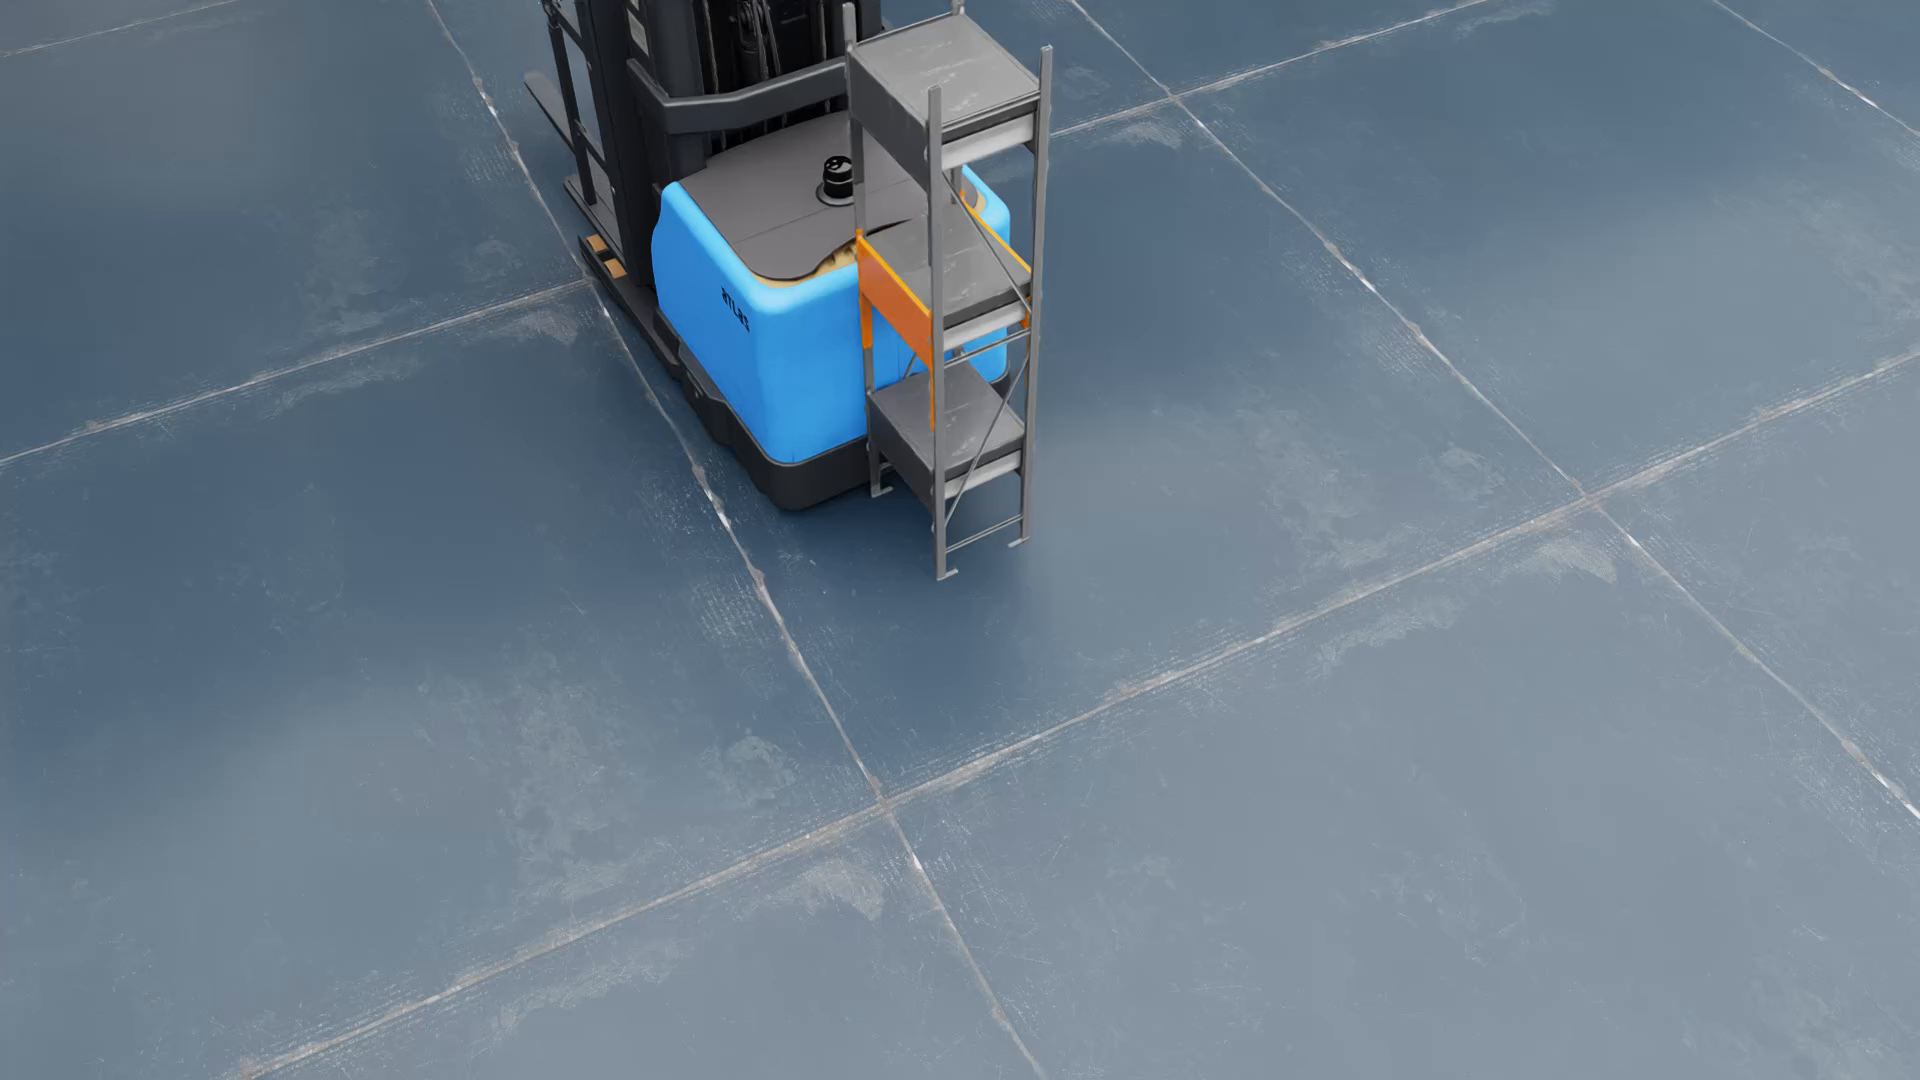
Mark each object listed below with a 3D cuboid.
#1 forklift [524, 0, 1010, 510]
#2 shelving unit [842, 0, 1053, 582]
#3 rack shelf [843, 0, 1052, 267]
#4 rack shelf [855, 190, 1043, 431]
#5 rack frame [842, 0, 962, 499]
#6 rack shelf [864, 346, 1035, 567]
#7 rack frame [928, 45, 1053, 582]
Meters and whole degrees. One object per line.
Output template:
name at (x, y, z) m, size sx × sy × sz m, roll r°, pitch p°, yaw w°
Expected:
forklift at (-0.999, -2.179, 6.209) m, size 1.130 × 2.935 × 3.031 m, roll -24°, pitch 53°, yaw -20°
shelving unit at (-0.041, -0.775, 5.533) m, size 0.431 × 2.100 × 0.503 m, roll -25°, pitch 53°, yaw -20°
rack shelf at (-0.040, -1.227, 5.017) m, size 0.431 × 0.518 × 0.480 m, roll -25°, pitch 53°, yaw -20°
rack shelf at (-0.041, -0.767, 5.543) m, size 0.431 × 0.518 × 0.480 m, roll -25°, pitch 53°, yaw -20°
rack frame at (-0.167, -0.932, 5.670) m, size 0.400 × 2.100 × 0.015 m, roll -25°, pitch 53°, yaw -20°
rack shelf at (-0.041, -0.306, 6.070) m, size 0.431 × 0.518 × 0.480 m, roll -25°, pitch 53°, yaw -20°
rack frame at (0.086, -0.619, 5.396) m, size 0.400 × 2.100 × 0.015 m, roll -25°, pitch 53°, yaw -20°
